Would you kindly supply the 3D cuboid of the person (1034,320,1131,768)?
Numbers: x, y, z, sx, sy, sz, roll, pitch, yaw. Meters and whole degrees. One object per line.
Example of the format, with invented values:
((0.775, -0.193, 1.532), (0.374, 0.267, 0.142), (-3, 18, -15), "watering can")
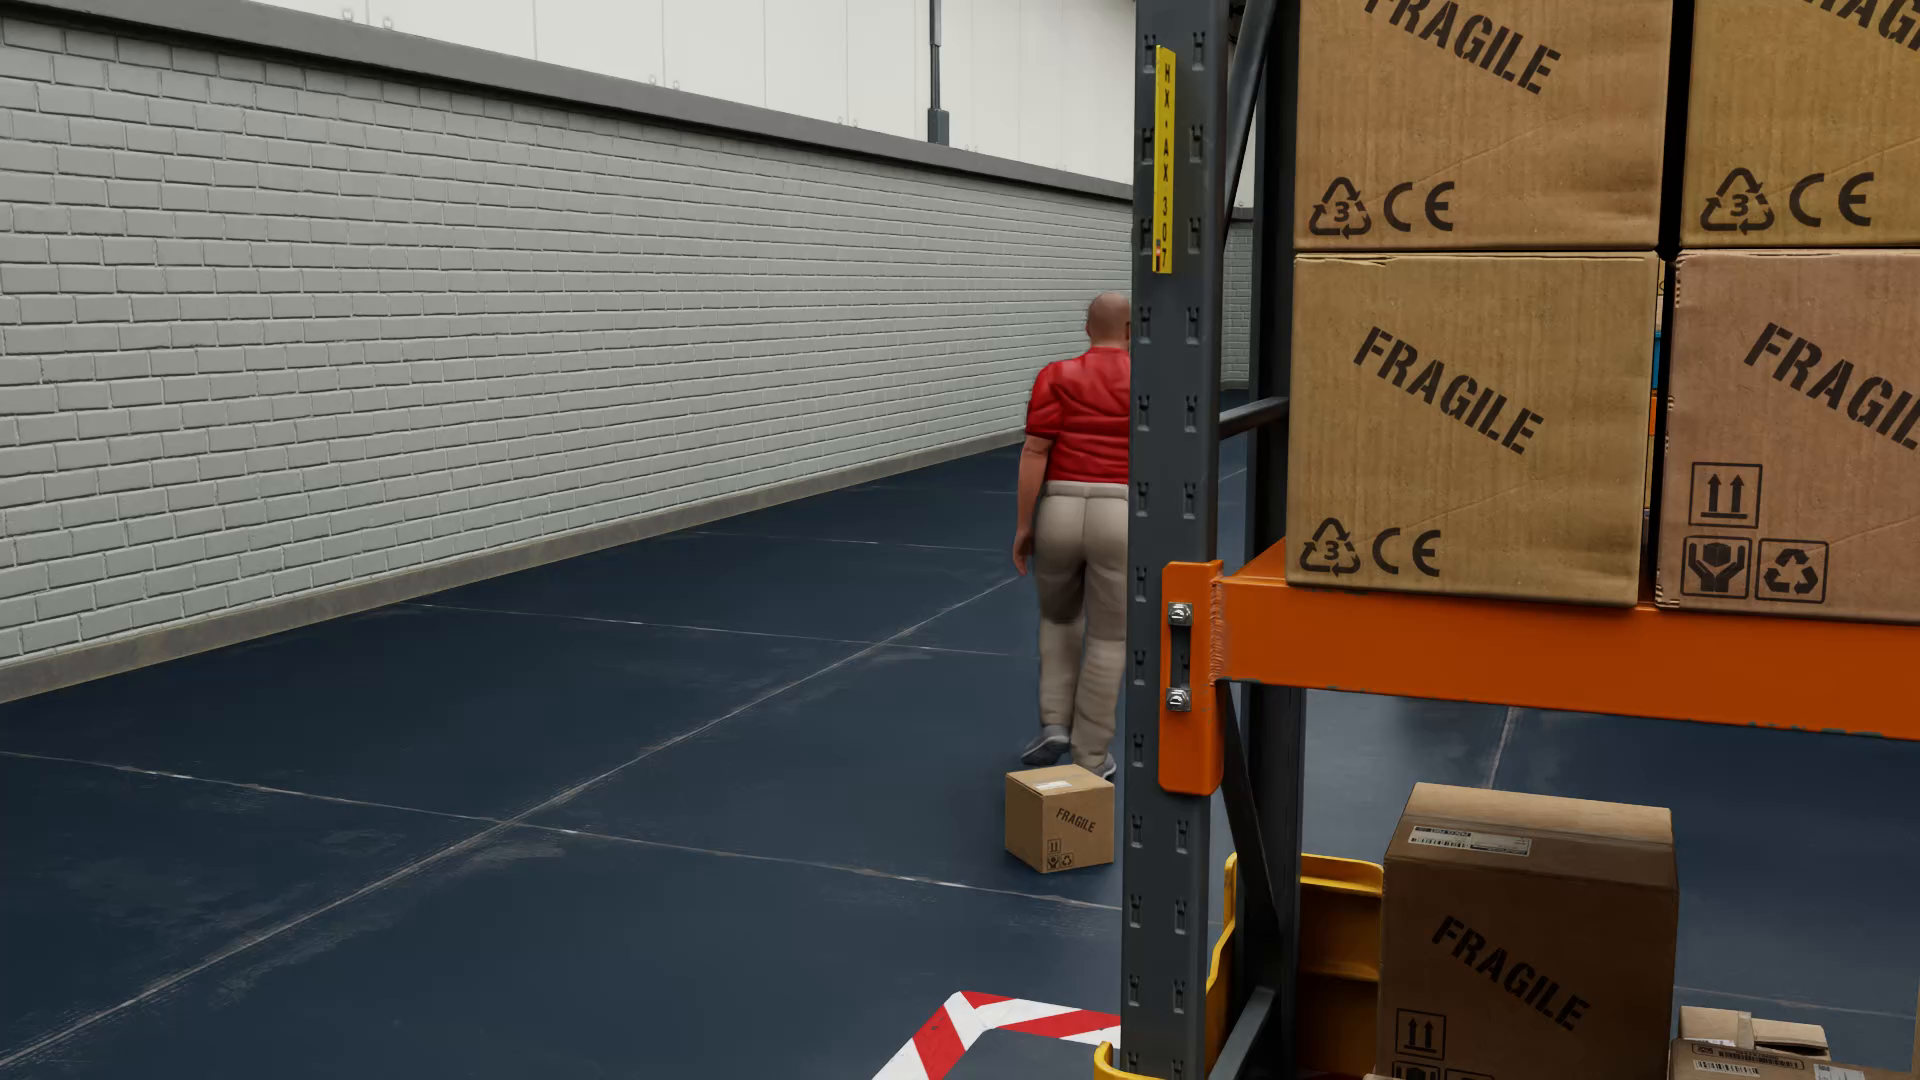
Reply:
((0.460, -0.004, 5.894), (0.425, 1.539, 0.483), (2, 9, 15), "person")
